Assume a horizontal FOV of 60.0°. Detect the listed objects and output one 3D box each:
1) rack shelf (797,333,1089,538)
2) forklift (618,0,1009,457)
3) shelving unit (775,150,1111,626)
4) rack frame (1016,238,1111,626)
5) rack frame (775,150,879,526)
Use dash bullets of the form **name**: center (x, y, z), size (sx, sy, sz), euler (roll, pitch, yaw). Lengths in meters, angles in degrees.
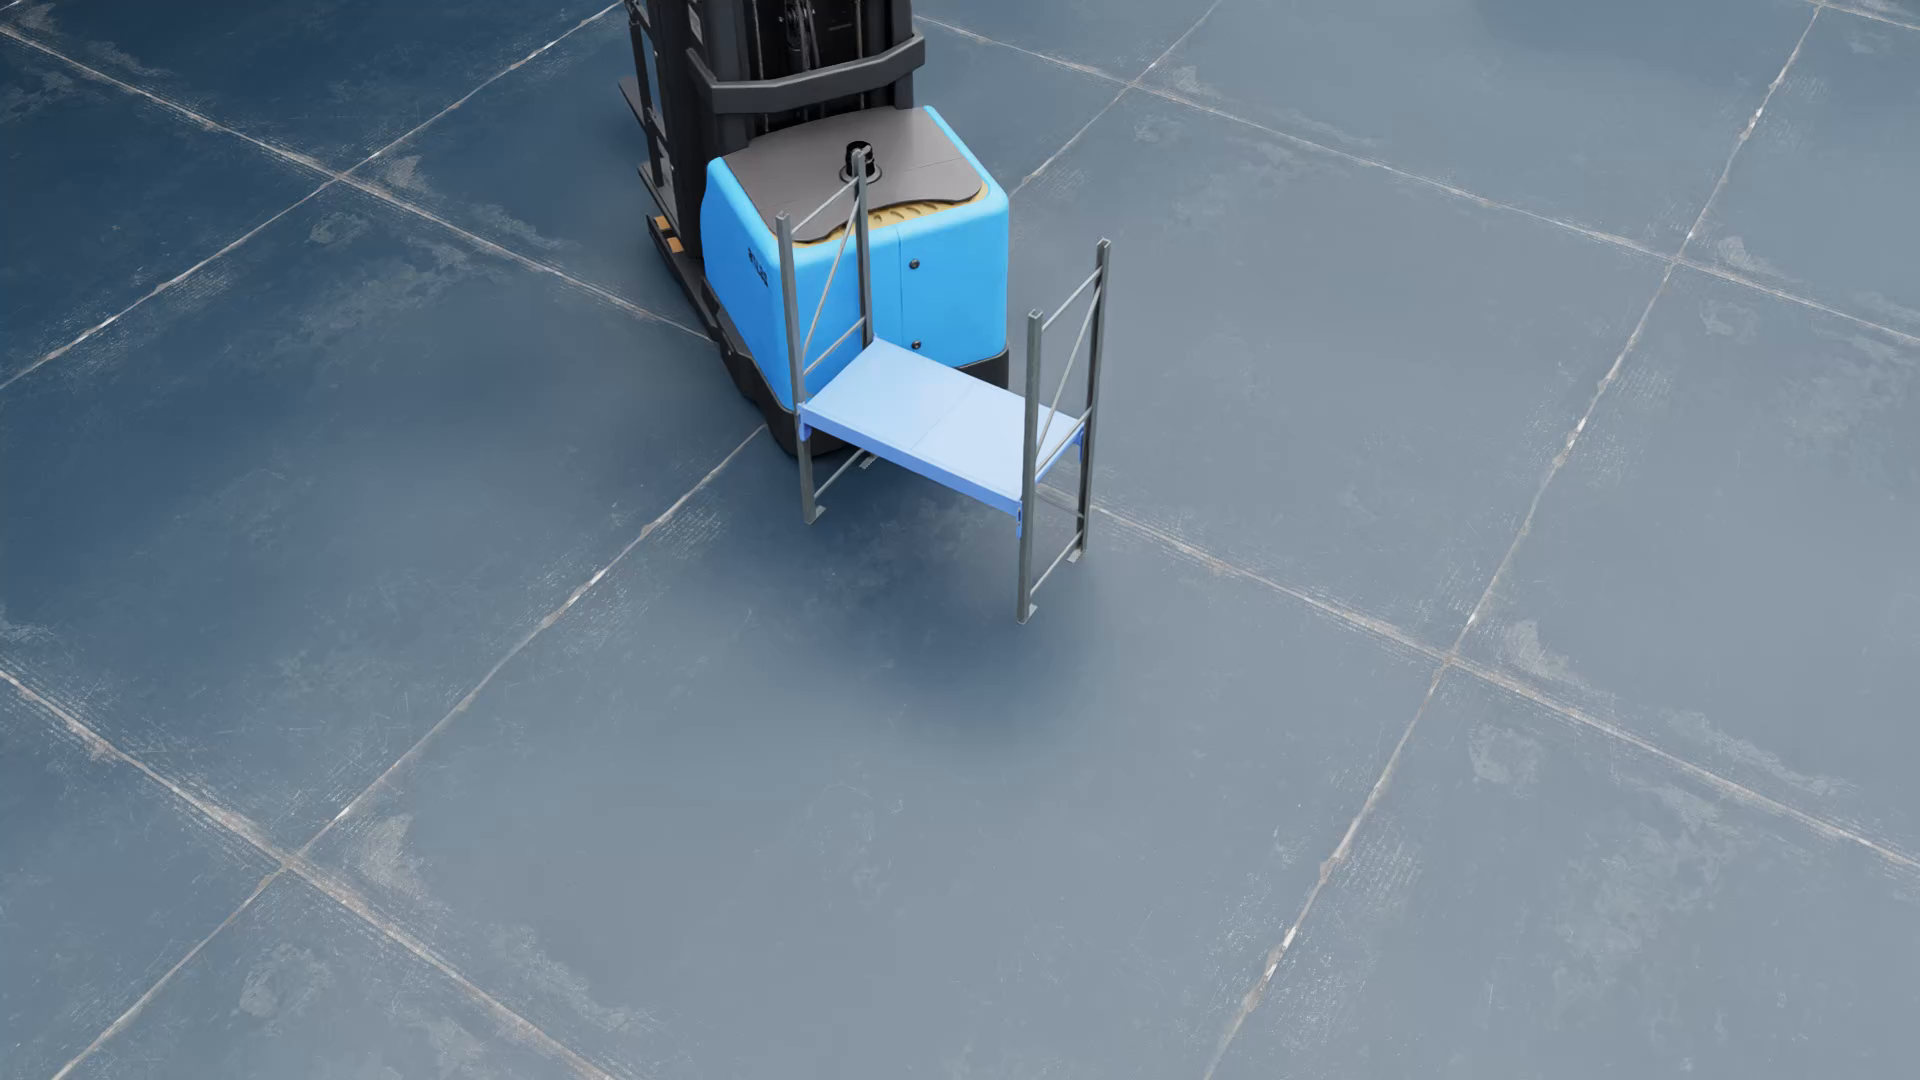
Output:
- **rack shelf**: center (-0.063, -0.417, 6.360), size (1.000, 0.185, 0.538), euler (25, 51, 22)
- **forklift**: center (-0.868, -2.437, 7.074), size (1.130, 2.935, 3.031), euler (-18, 49, -17)
- **shelving unit**: center (-0.063, -0.543, 6.231), size (1.048, 1.500, 0.538), euler (25, 51, 22)
- **rack frame**: center (0.366, -0.347, 6.041), size (0.032, 1.500, 0.500), euler (25, 51, 22)
- **rack frame**: center (-0.491, -0.738, 6.422), size (0.032, 1.500, 0.500), euler (25, 51, 22)
